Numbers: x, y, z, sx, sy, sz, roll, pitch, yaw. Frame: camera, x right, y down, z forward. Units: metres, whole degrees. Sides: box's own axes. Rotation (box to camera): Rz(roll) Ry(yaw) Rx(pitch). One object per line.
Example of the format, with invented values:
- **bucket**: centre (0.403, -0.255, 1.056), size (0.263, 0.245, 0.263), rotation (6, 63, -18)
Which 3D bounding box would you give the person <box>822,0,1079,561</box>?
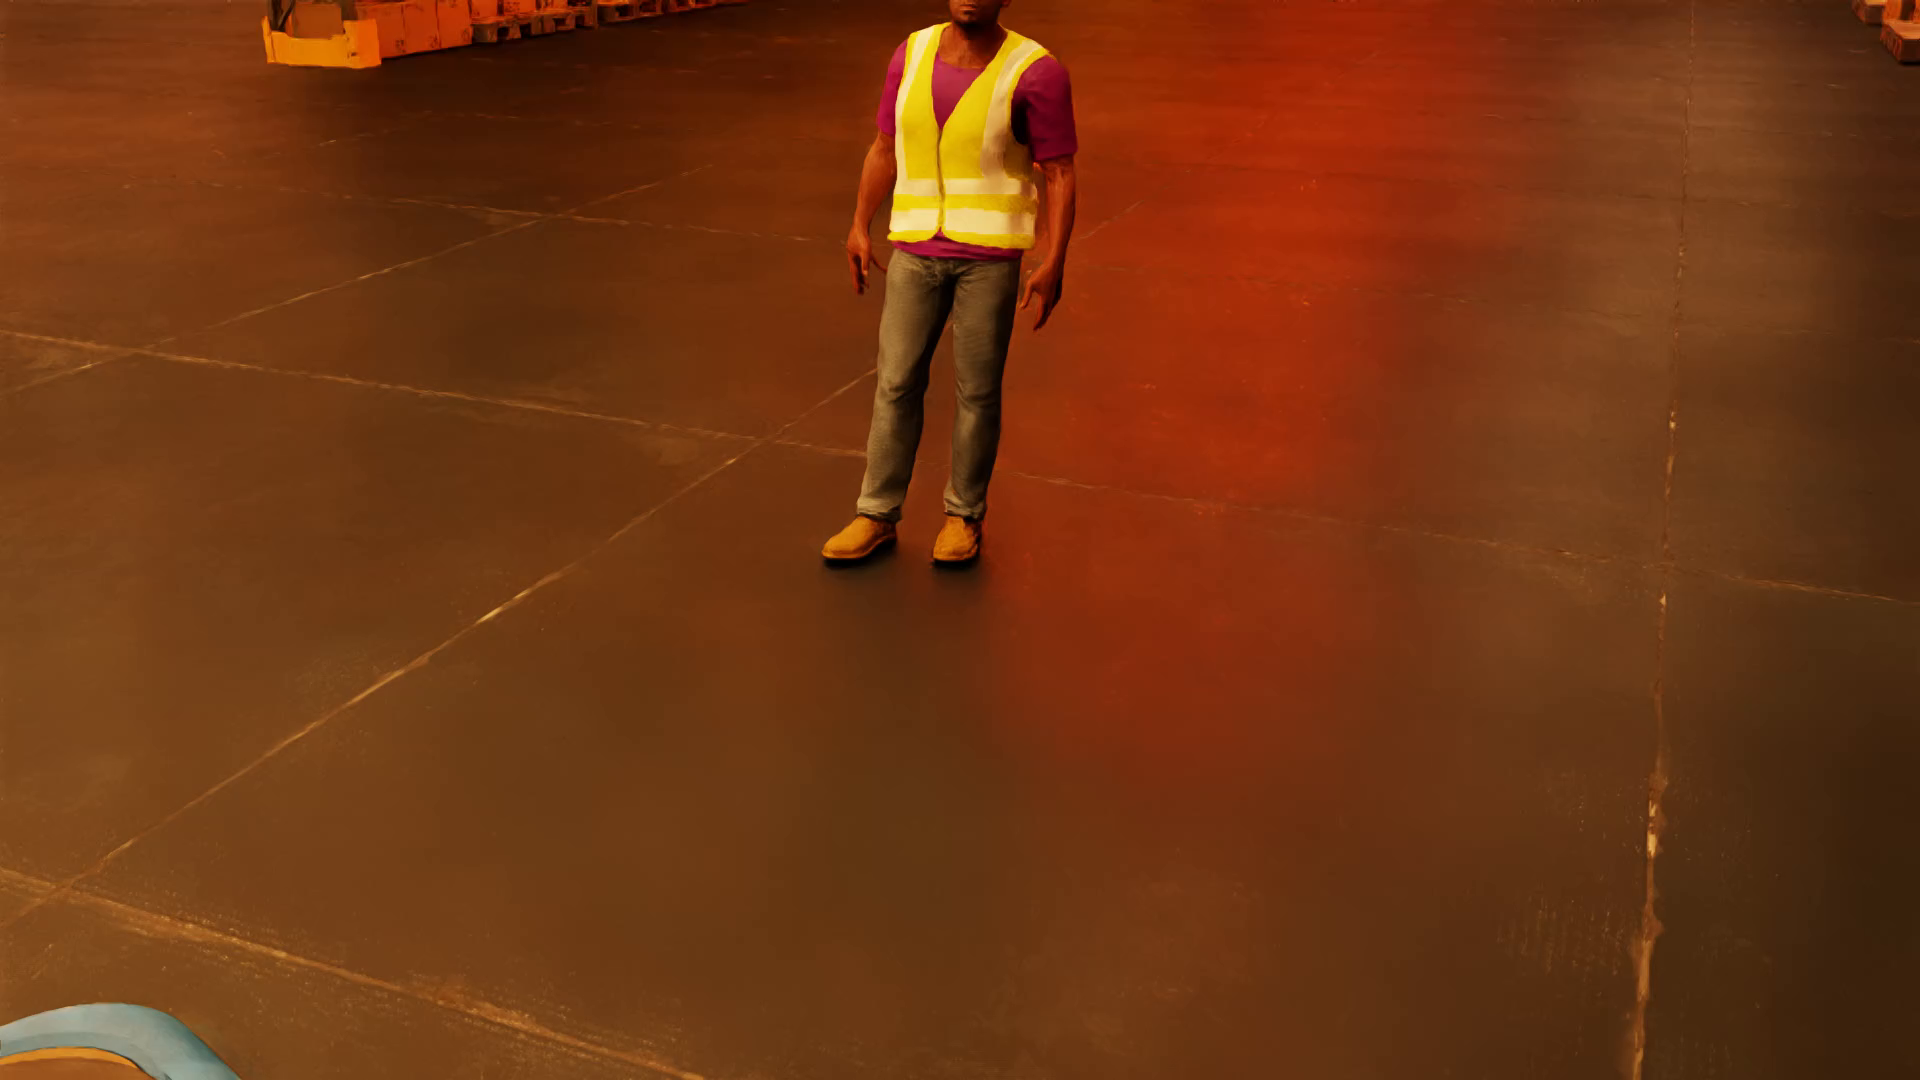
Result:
- **person**: centre (-0.031, -0.797, 4.692), size (0.665, 1.766, 0.576), rotation (9, 24, 21)
